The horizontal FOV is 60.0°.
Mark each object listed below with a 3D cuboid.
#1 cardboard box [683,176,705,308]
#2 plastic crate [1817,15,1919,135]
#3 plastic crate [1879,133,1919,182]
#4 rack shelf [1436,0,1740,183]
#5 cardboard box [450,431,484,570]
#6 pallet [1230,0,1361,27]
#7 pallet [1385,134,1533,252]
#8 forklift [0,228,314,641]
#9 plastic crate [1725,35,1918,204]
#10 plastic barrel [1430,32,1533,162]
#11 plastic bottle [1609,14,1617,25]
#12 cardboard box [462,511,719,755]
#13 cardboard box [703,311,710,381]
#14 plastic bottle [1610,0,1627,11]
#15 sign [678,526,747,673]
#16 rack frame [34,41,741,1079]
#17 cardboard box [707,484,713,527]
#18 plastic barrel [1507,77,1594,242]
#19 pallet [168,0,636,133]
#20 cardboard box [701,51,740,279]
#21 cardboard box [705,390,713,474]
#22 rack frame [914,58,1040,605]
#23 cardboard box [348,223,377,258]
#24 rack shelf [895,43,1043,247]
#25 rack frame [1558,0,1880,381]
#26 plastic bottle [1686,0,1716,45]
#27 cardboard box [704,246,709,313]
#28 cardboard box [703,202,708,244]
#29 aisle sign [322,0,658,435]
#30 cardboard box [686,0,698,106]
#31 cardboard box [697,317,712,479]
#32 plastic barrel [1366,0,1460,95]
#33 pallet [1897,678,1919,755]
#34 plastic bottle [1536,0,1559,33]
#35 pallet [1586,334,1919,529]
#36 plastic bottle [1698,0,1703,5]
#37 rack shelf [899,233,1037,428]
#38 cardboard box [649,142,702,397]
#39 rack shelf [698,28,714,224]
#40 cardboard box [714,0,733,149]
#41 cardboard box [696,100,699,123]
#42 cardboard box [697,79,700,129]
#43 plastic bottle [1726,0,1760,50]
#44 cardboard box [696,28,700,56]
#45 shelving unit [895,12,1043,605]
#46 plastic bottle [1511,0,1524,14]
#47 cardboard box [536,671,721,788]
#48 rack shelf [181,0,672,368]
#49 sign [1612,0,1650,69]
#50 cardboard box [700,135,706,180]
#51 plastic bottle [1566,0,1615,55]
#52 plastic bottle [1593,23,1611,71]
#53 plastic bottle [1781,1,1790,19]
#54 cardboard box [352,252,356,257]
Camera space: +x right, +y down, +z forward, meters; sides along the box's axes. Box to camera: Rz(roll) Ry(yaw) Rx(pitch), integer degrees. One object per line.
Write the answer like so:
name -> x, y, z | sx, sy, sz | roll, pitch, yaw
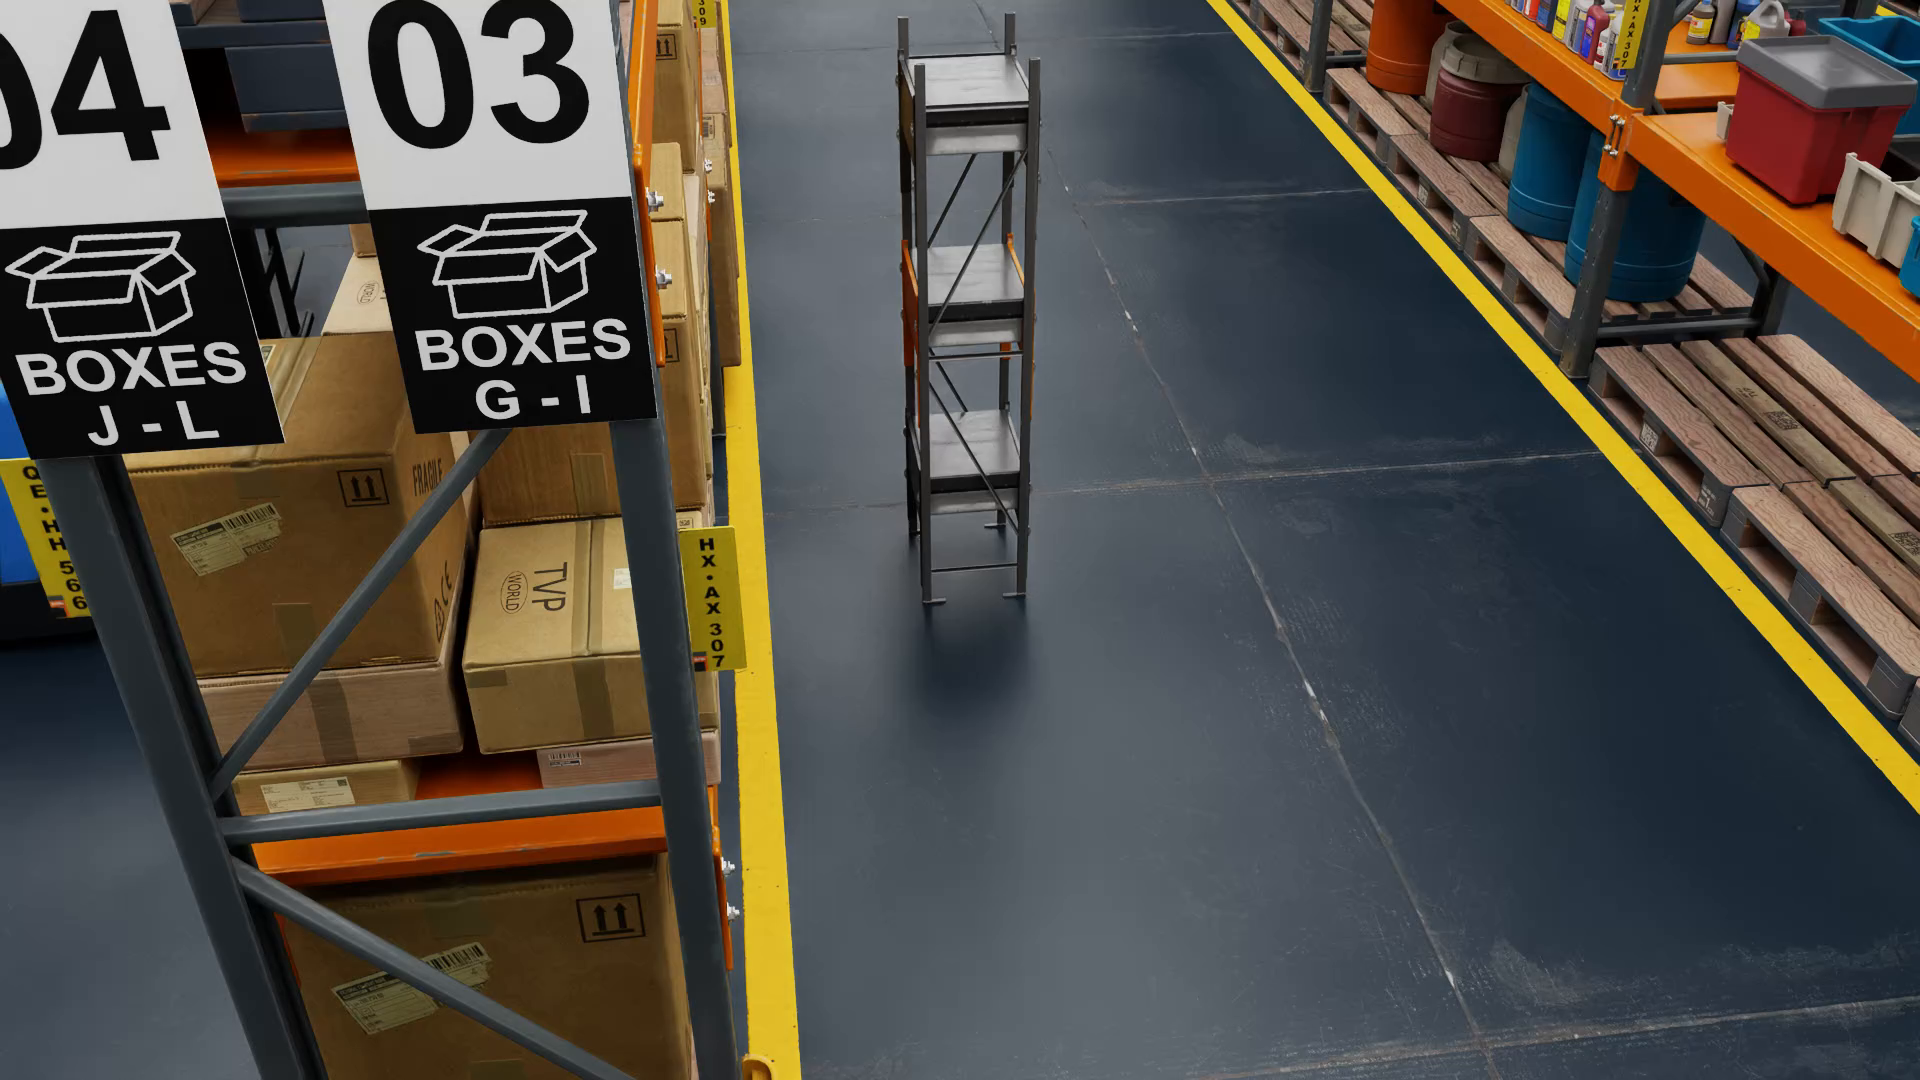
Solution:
cardboard box -> -1.084, -0.951, 5.351 | 0.500, 0.250, 0.500 | -4, 34, -5
plastic crate -> 3.764, -1.848, 6.760 | 0.392, 0.384, 0.575 | -4, 35, -6
plastic crate -> 3.780, -1.372, 6.290 | 0.437, 0.125, 0.590 | -4, 35, -6
rack shelf -> 3.094, -2.884, 8.957 | 1.077, 0.370, 4.000 | -4, 35, -6
cardboard box -> -1.403, -0.052, 4.032 | 0.500, 0.250, 0.500 | -5, 35, -7
pallet -> 2.599, -4.259, 12.813 | 1.003, 0.211, 1.213 | -4, 35, -6
pallet -> 3.133, -2.029, 9.539 | 1.003, 0.211, 1.213 | -4, 35, -6
forklift -> -3.430, -1.659, 6.582 | 1.130, 2.935, 3.031 | -6, 35, -9
plastic crate -> 3.235, -1.599, 6.323 | 0.402, 0.464, 0.583 | -4, 35, -6
plastic barrel -> 3.060, -2.572, 9.629 | 0.600, 0.588, 0.708 | -4, 35, -6
plastic bottle -> 2.989, -2.320, 7.667 | 0.097, 0.201, 0.097 | 0, 34, 0
cardboard box -> -0.804, 0.193, 3.672 | 0.500, 0.250, 0.500 | -5, 35, -8
cardboard box -> -0.973, -0.581, 5.163 | 0.380, 0.149, 0.250 | -4, 34, -6
plastic bottle -> 3.058, -2.544, 7.863 | 0.144, 0.351, 0.185 | -4, 35, -6
sign -> -0.456, 0.113, 3.081 | 0.100, 0.325, 0.005 | -4, 35, -6
rack frame -> -1.007, 0.542, 3.291 | 1.000, 3.000, 0.127 | -4, 35, -6
cardboard box -> -0.834, -0.008, 4.322 | 0.380, 0.149, 0.250 | -5, 35, -7
plastic barrel -> 3.212, -2.071, 8.616 | 0.600, 0.901, 0.708 | -4, 35, -6
pallet -> -1.117, -1.074, 3.077 | 1.003, 0.211, 1.213 | -4, 35, -6
cardboard box -> -1.772, -1.840, 8.300 | 1.225, 0.875, 0.875 | -6, 35, -8
cardboard box -> -0.903, -0.294, 4.741 | 0.380, 0.149, 0.250 | -5, 35, -7
rack frame -> 0.055, -0.639, 5.823 | 0.400, 2.100, 0.015 | -4, 35, -6
cardboard box -> -1.601, -1.209, 5.063 | 0.500, 0.500, 0.500 | -5, 35, -8
rack shelf -> 0.022, -1.342, 5.637 | 0.431, 0.518, 0.480 | -4, 35, -6
rack frame -> 3.363, -2.065, 7.116 | 1.000, 3.000, 0.127 | -4, 35, -6
plastic bottle -> 3.508, -2.454, 7.864 | 0.097, 0.201, 0.097 | 0, 34, 0
cardboard box -> -1.040, -0.866, 5.581 | 0.380, 0.149, 0.250 | -4, 34, -5
cardboard box -> -1.110, -1.154, 6.002 | 0.380, 0.149, 0.250 | -5, 35, -7
aisle sign -> -0.700, -0.514, 2.533 | 0.394, 0.787, 0.004 | -4, 35, -6
cardboard box -> -1.218, -1.824, 5.967 | 0.500, 0.500, 0.500 | -3, 34, -5
cardboard box -> -0.944, -0.377, 4.509 | 0.500, 0.250, 0.500 | -5, 35, -8
plastic barrel -> 2.908, -3.302, 10.486 | 0.600, 0.830, 0.708 | -4, 35, -6
pallet -> 3.829, 0.856, 5.306 | 1.003, 0.211, 1.213 | -4, 35, -6
plastic bottle -> 2.890, -2.636, 7.998 | 0.144, 0.351, 0.185 | -4, 35, -6
pallet -> 3.501, -0.505, 7.304 | 1.003, 0.211, 1.213 | -4, 35, -6
plastic bottle -> 3.628, -2.595, 8.071 | 0.097, 0.201, 0.097 | 0, 34, 0
rack shelf -> 0.022, -0.764, 6.031 | 0.431, 0.518, 0.480 | -4, 35, -6
cardboard box -> -0.947, -0.684, 4.294 | 0.500, 0.500, 0.500 | -5, 35, -8
rack shelf -> -1.814, -2.509, 8.406 | 1.077, 0.370, 4.000 | -4, 35, -6
cardboard box -> -2.011, -2.831, 9.754 | 1.225, 0.875, 0.875 | -6, 35, -9
cardboard box -> -1.225, -1.524, 6.192 | 0.500, 0.250, 0.500 | -5, 35, -7
cardboard box -> -1.359, -2.007, 6.942 | 0.500, 0.500, 0.500 | -4, 35, -6
plastic bottle -> 3.672, -2.440, 7.782 | 0.097, 0.271, 0.097 | 0, 34, 0
cardboard box -> -1.494, -2.567, 7.764 | 0.500, 0.500, 0.500 | -5, 35, -7
shelving unit -> 0.022, -0.775, 6.023 | 0.431, 2.100, 0.503 | -4, 35, -6
plastic bottle -> 2.855, -2.769, 8.260 | 0.152, 0.276, 0.135 | -4, 35, -6
cardboard box -> -0.728, 0.423, 3.689 | 0.380, 0.149, 0.250 | -4, 34, -6
rack shelf -> -1.276, -1.516, 4.286 | 1.077, 0.370, 4.000 | -4, 35, -6
sign -> 2.818, -2.139, 6.979 | 0.100, 0.325, 0.005 | -4, 35, -6
cardboard box -> -1.179, -1.441, 6.423 | 0.380, 0.149, 0.250 | -4, 34, -6
plastic bottle -> 2.941, -2.413, 7.737 | 0.152, 0.276, 0.135 | -4, 35, -6
plastic bottle -> 2.947, -2.241, 7.551 | 0.097, 0.201, 0.097 | 0, 34, 0
plastic bottle -> 3.719, -2.328, 7.606 | 0.061, 0.283, 0.133 | -4, 35, -6
cardboard box -> -1.604, -0.902, 5.279 | 0.500, 0.250, 0.500 | -4, 34, -5
